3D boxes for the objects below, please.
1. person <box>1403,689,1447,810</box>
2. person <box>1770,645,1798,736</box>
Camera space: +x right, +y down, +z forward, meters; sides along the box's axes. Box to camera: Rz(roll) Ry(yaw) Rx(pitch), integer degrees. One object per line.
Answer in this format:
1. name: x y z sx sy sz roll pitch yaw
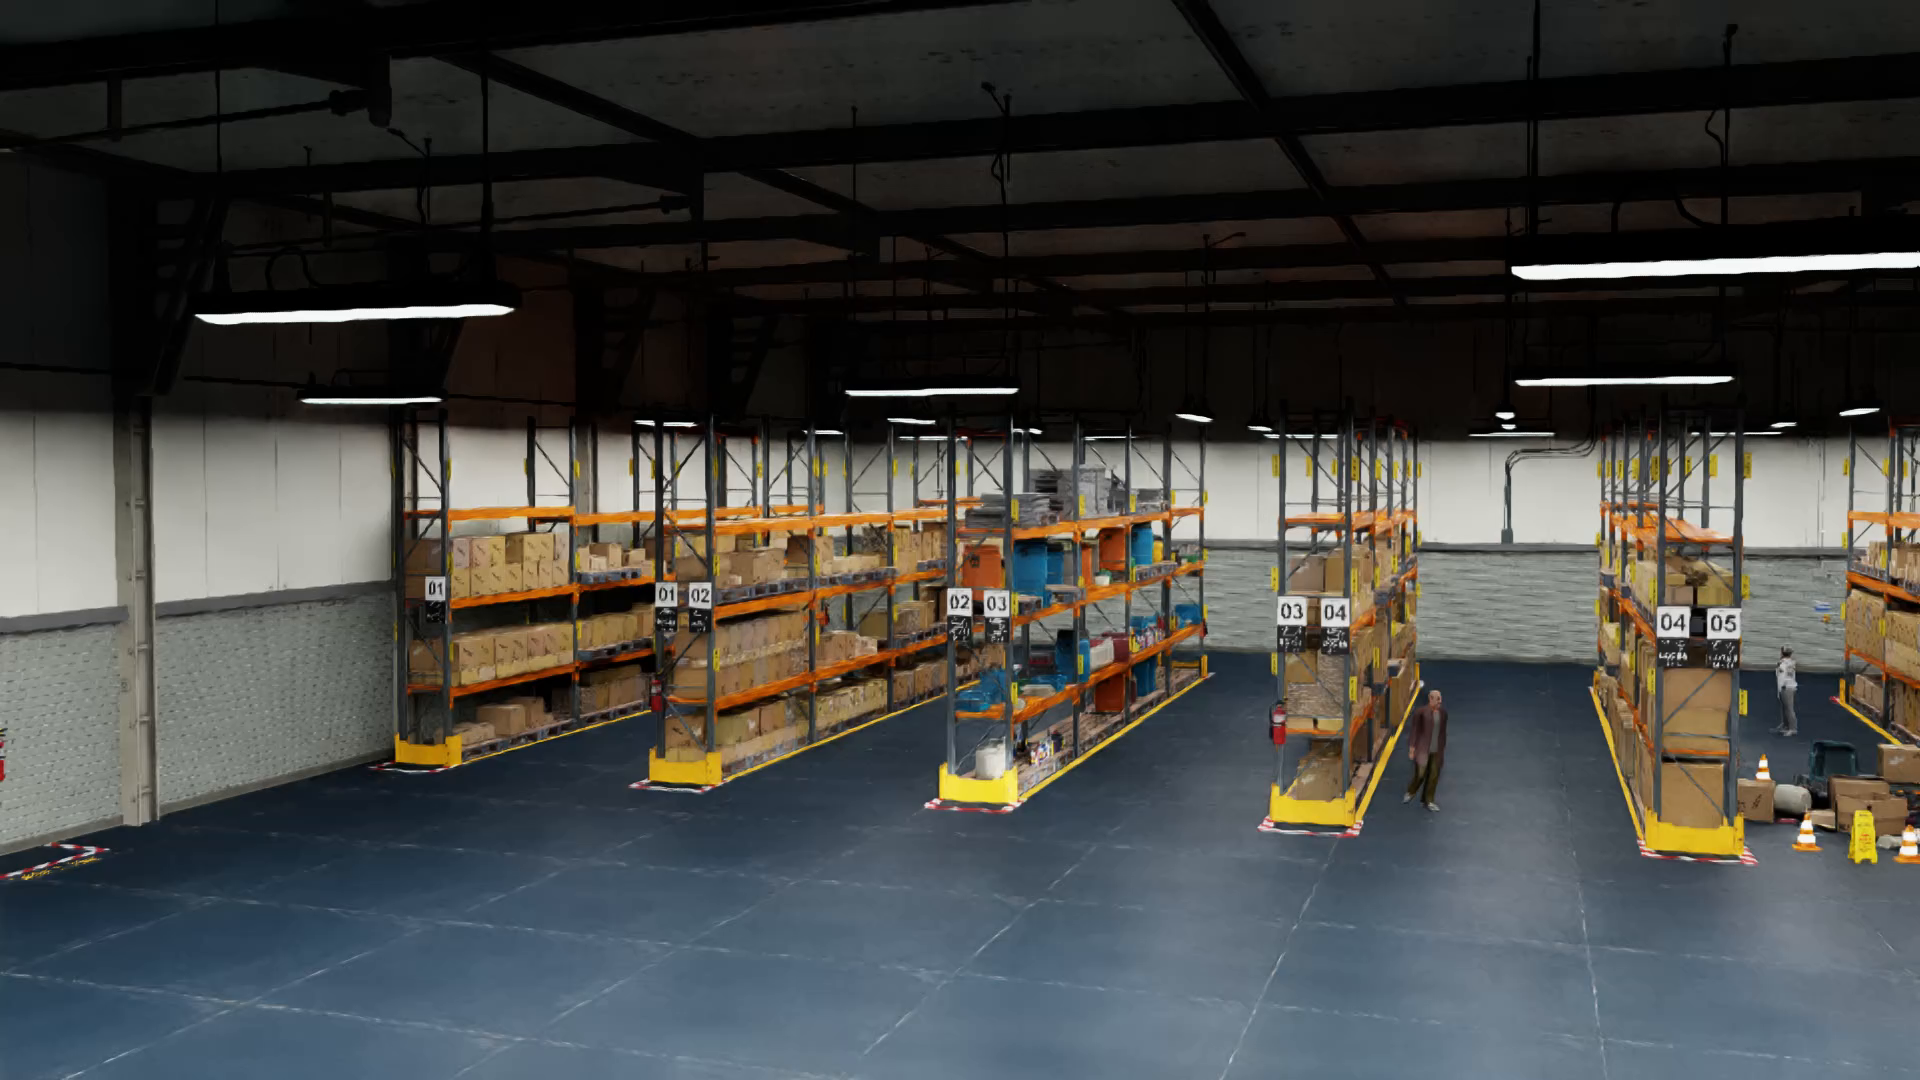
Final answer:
1. person: 6.857 3.067 24.502 0.627 1.773 0.578 -1 3 -16
2. person: 15.512 2.819 31.274 0.548 1.652 0.586 2 3 44
